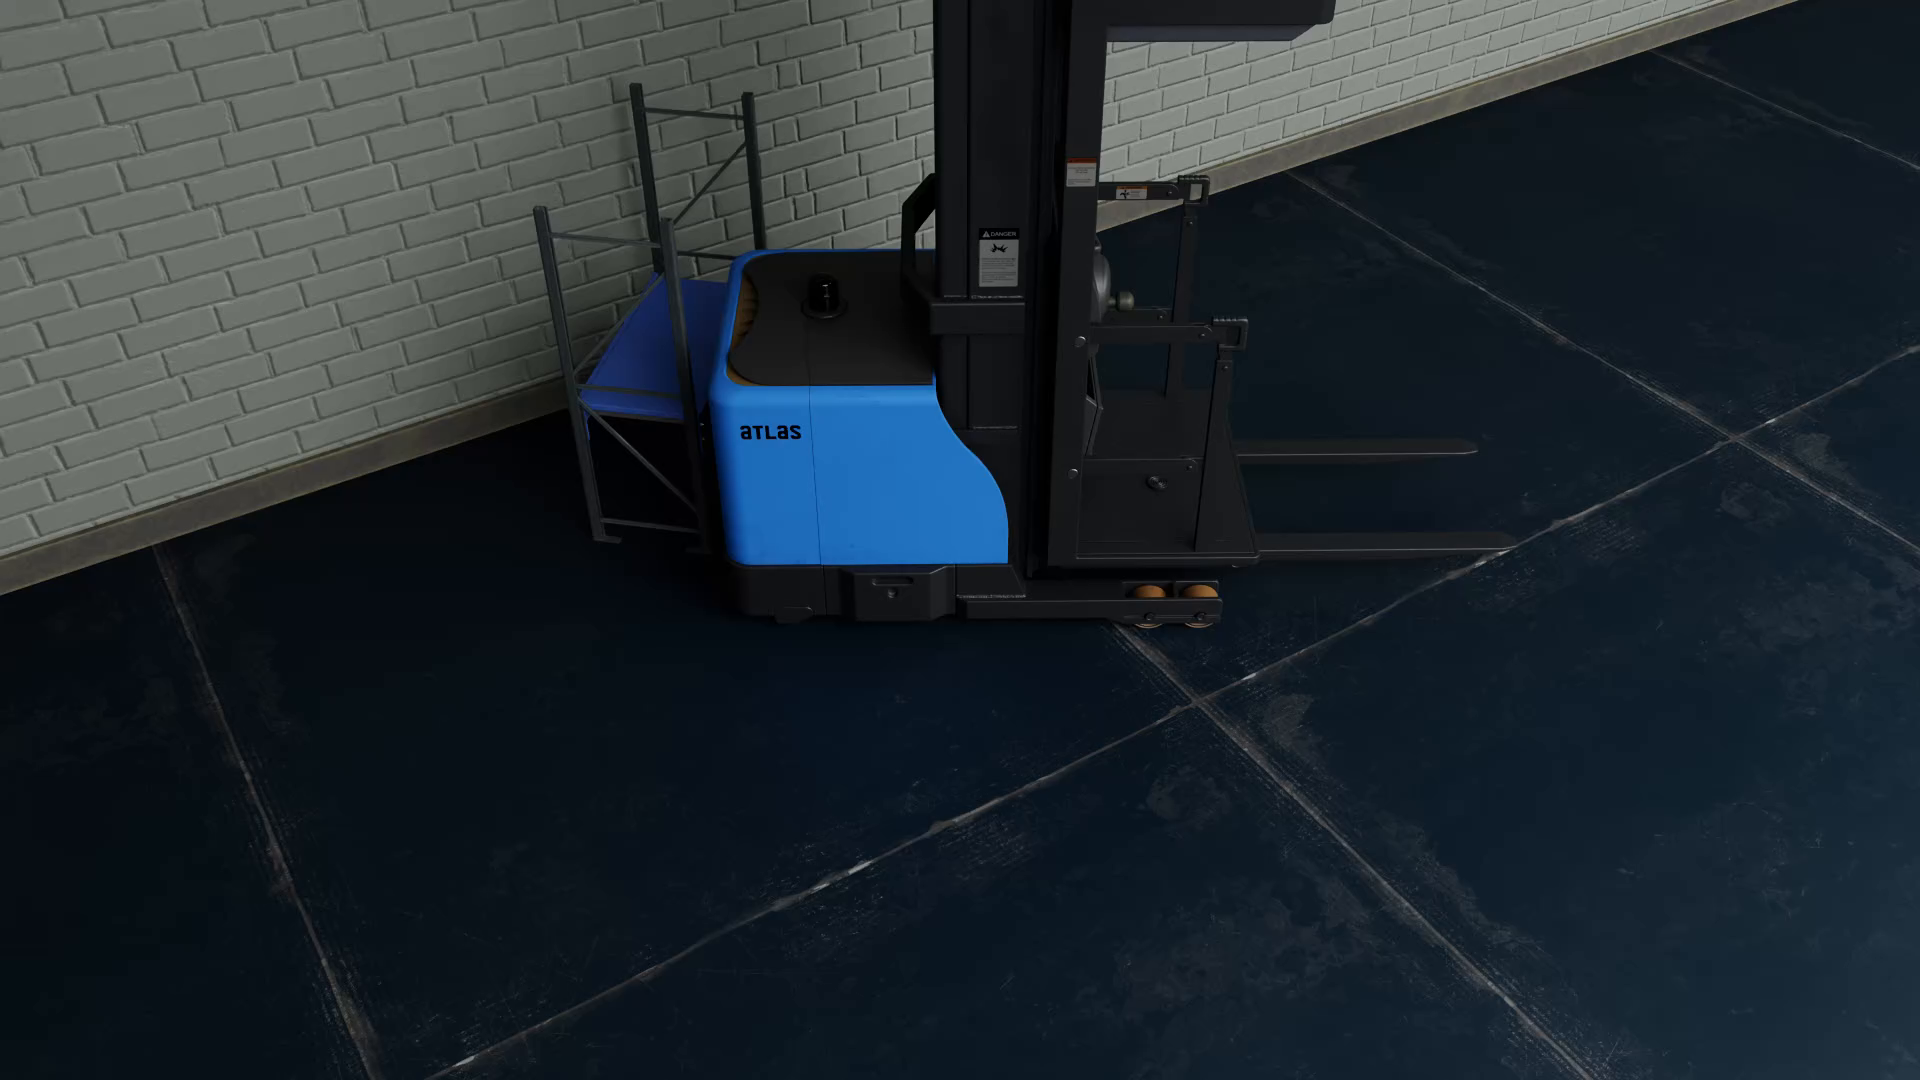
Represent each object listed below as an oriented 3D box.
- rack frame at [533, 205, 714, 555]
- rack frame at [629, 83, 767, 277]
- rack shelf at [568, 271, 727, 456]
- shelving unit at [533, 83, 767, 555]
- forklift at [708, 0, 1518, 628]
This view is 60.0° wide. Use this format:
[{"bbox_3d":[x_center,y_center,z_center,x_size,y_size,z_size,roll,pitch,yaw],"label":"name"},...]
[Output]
[{"bbox_3d":[-1.239,-0.555,6.244,0.500,1.500,0.032,7,40,8],"label":"rack frame"},{"bbox_3d":[-1.056,-1.195,7.012,0.500,1.500,0.032,7,40,8],"label":"rack frame"},{"bbox_3d":[-1.148,-0.737,6.743,0.538,0.185,1.000,7,40,8],"label":"rack shelf"},{"bbox_3d":[-1.148,-0.875,6.628,0.538,1.500,1.048,7,40,8],"label":"shelving unit"},{"bbox_3d":[0.622,-1.131,5.818,3.031,2.935,1.130,0,40,-1],"label":"forklift"}]
